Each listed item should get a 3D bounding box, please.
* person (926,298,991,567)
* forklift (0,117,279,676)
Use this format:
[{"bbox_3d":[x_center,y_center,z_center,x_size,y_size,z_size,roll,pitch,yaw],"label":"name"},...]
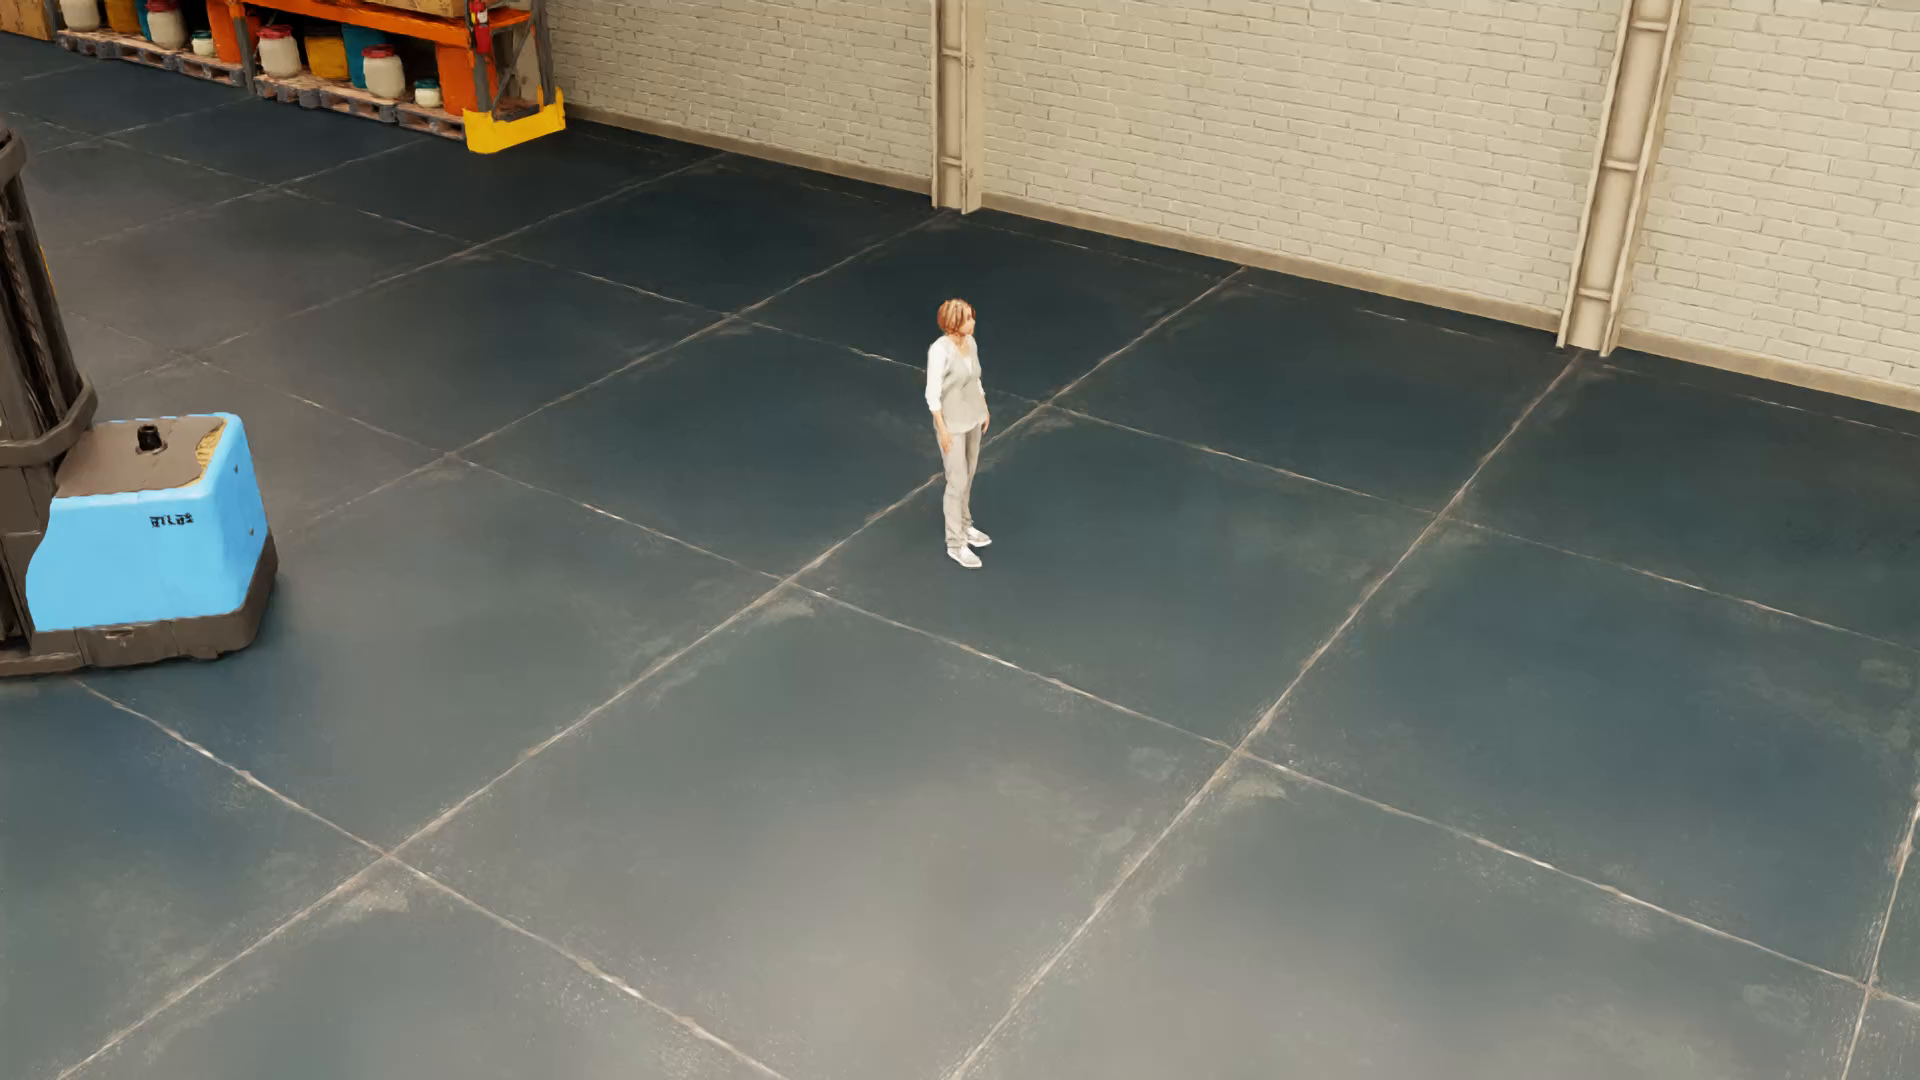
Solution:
[{"bbox_3d":[0.054,-0.670,10.050,0.474,1.597,0.521,19,35,29],"label":"person"},{"bbox_3d":[-5.555,-0.715,8.813,3.031,2.935,1.130,-5,31,-9],"label":"forklift"}]
